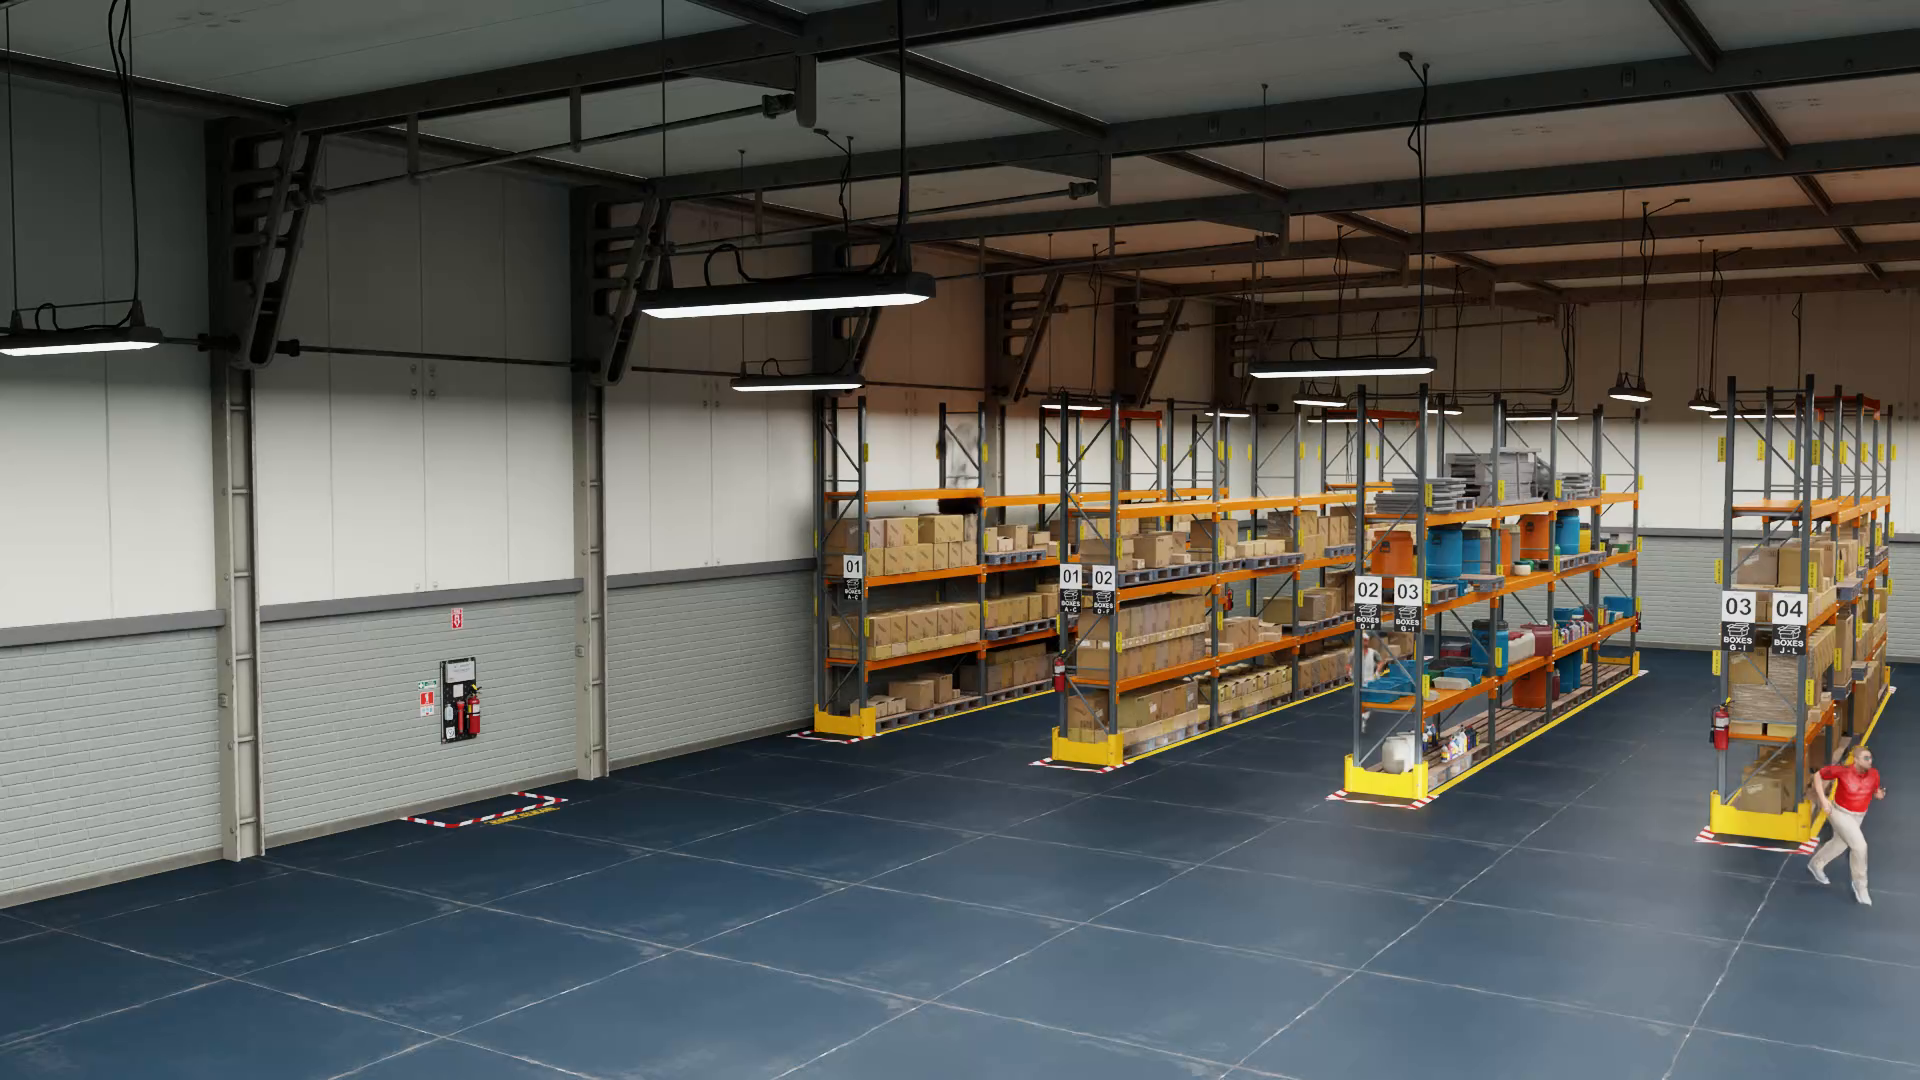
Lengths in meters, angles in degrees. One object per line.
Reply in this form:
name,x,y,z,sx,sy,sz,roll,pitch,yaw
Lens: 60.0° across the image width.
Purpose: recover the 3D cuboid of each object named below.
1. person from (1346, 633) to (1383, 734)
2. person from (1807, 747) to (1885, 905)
person,7.259,2.556,29.870,0.658,1.771,0.863,1,3,16
person,10.013,3.183,18.837,0.655,1.755,0.967,-1,3,-21
